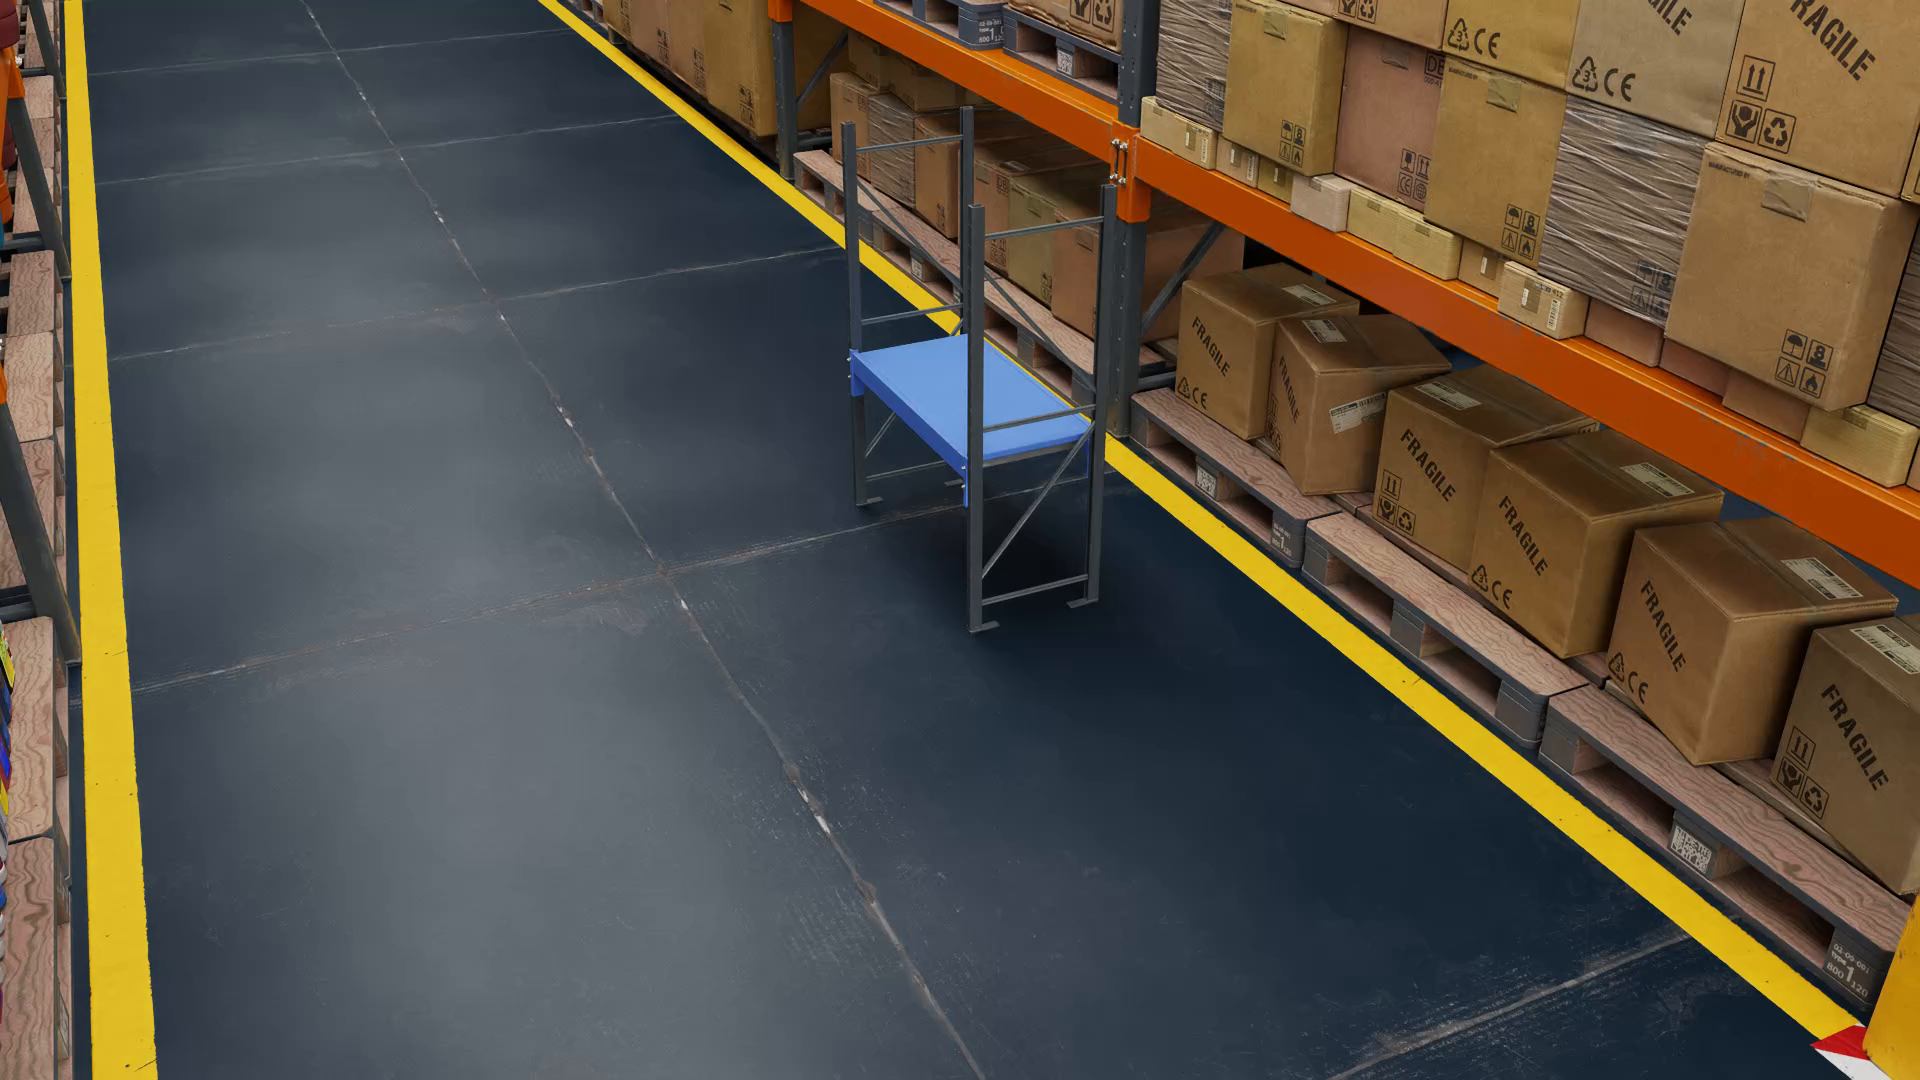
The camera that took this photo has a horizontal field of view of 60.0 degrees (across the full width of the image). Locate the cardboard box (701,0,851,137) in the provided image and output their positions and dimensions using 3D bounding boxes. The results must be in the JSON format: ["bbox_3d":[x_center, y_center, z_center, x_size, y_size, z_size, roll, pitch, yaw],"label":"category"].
[{"bbox_3d":[-0.908,-3.190,10.615,1.225,0.875,0.875,-15,32,-24],"label":"cardboard box"}]

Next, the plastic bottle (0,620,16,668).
[{"bbox_3d":[-2.950,0.306,5.048,0.097,0.201,0.097,0,29,0],"label":"plastic bottle"}]

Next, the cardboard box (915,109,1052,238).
[{"bbox_3d":[0.174,-1.943,8.754,0.700,0.500,0.500,-10,31,-18],"label":"cardboard box"}]

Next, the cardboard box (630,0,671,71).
[{"bbox_3d":[-1.671,-3.975,12.014,1.225,0.875,0.875,-14,32,-24],"label":"cardboard box"}]

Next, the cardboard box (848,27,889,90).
[{"bbox_3d":[-0.316,-2.763,9.450,0.500,0.250,0.500,-12,31,-20],"label":"cardboard box"}]

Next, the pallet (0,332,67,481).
[{"bbox_3d":[-4.287,-0.479,6.889,1.003,0.211,1.213,-13,32,-22],"label":"pallet"}]

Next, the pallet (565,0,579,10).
[{"bbox_3d":[-3.131,-5.067,15.070,1.003,0.211,1.213,-13,32,-22],"label":"pallet"}]

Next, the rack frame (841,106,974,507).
[{"bbox_3d":[-0.182,-0.841,6.216,0.500,1.500,0.032,-13,32,-22],"label":"rack frame"}]

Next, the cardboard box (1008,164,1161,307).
[{"bbox_3d":[0.655,-1.449,7.874,0.700,0.500,0.500,-13,32,-22],"label":"cardboard box"}]

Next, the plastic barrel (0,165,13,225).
[{"bbox_3d":[-5.329,-2.033,8.599,0.600,0.830,0.708,-13,32,-22],"label":"plastic barrel"}]

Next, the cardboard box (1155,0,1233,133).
[{"bbox_3d":[1.224,-1.819,6.020,0.875,0.500,0.500,-13,32,-22],"label":"cardboard box"}]

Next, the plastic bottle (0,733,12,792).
[{"bbox_3d":[-2.660,0.548,4.534,0.061,0.283,0.133,-11,31,-19],"label":"plastic bottle"}]

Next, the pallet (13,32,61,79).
[{"bbox_3d":[-7.172,-3.452,12.190,1.003,0.211,1.213,-13,32,-22],"label":"pallet"}]

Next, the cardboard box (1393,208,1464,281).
[{"bbox_3d":[1.563,-0.930,5.098,0.380,0.149,0.250,-13,32,-22],"label":"cardboard box"}]

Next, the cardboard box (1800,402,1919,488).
[{"bbox_3d":[2.234,-0.273,3.928,0.380,0.149,0.250,-13,32,-22],"label":"cardboard box"}]

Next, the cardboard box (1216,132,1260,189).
[{"bbox_3d":[1.135,-1.372,5.886,0.380,0.149,0.250,-13,32,-22],"label":"cardboard box"}]

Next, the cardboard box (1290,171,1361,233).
[{"bbox_3d":[1.321,-1.144,5.481,0.380,0.149,0.250,-13,32,-22],"label":"cardboard box"}]

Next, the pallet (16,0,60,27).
[{"bbox_3d":[-8.219,-4.529,14.112,1.003,0.211,1.213,-13,32,-22],"label":"pallet"}]

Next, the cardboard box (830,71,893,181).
[{"bbox_3d":[-0.325,-2.434,9.630,0.700,0.500,0.500,-15,33,-25],"label":"cardboard box"}]

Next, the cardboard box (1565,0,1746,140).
[{"bbox_3d":[1.912,-1.332,4.130,0.500,0.500,0.500,-13,32,-22],"label":"cardboard box"}]

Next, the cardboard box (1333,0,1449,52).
[{"bbox_3d":[1.480,-1.773,4.916,0.500,0.500,0.500,-13,32,-22],"label":"cardboard box"}]

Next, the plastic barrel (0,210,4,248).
[{"bbox_3d":[-3.279,-1.270,4.936,0.600,0.901,0.708,-13,32,-22],"label":"plastic barrel"}]

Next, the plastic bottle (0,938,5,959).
[{"bbox_3d":[-2.356,0.886,3.943,0.097,0.271,0.097,0,29,0],"label":"plastic bottle"}]

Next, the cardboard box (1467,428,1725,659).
[{"bbox_3d":[2.012,0.000,5.309,0.500,0.500,0.500,-10,31,-17],"label":"cardboard box"}]

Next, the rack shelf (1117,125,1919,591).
[{"bbox_3d":[1.945,-0.660,5.096,1.077,0.370,4.000,-13,32,-22],"label":"rack shelf"}]

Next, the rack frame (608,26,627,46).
[{"bbox_3d":[-2.348,-5.391,12.797,1.000,3.000,0.127,-13,32,-22],"label":"rack frame"}]

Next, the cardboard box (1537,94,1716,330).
[{"bbox_3d":[2.094,-0.938,4.450,0.875,0.500,0.500,-13,32,-22],"label":"cardboard box"}]

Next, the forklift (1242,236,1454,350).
[{"bbox_3d":[1.791,-2.819,8.281,1.130,2.935,3.031,-14,32,-23],"label":"forklift"}]

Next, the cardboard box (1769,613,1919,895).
[{"bbox_3d":[2.551,0.537,4.351,0.500,0.500,0.500,-7,30,-13],"label":"cardboard box"}]

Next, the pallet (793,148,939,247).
[{"bbox_3d":[-0.296,-2.062,9.712,1.003,0.211,1.213,-13,32,-22],"label":"pallet"}]

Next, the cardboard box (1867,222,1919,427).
[{"bbox_3d":[2.592,-0.512,3.691,0.875,0.500,0.500,-13,32,-22],"label":"cardboard box"}]

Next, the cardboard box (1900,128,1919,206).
[{"bbox_3d":[2.345,-0.891,3.343,0.500,0.500,0.500,-13,32,-22],"label":"cardboard box"}]

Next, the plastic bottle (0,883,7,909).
[{"bbox_3d":[-2.443,0.796,4.103,0.097,0.271,0.097,0,29,0],"label":"plastic bottle"}]

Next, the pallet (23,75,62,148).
[{"bbox_3d":[-6.528,-2.785,11.001,1.003,0.211,1.213,-13,32,-22],"label":"pallet"}]

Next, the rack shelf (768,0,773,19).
[{"bbox_3d":[-1.489,-4.194,11.398,1.077,0.370,4.000,-13,32,-22],"label":"rack shelf"}]

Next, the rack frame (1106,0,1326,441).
[{"bbox_3d":[1.087,-1.857,6.495,1.000,3.000,0.127,-13,32,-22],"label":"rack frame"}]

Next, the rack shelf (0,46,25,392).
[{"bbox_3d":[-4.245,-1.387,6.392,1.077,0.370,4.000,-13,32,-22],"label":"rack shelf"}]

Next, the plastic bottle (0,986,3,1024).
[{"bbox_3d":[-2.247,0.972,3.776,0.061,0.283,0.133,-13,32,-21],"label":"plastic bottle"}]

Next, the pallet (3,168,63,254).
[{"bbox_3d":[-5.480,-1.707,9.079,1.003,0.211,1.213,-13,32,-22],"label":"pallet"}]

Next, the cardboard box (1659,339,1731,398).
[{"bbox_3d":[2.071,-0.506,4.343,0.380,0.149,0.250,-13,32,-22],"label":"cardboard box"}]

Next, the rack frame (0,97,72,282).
[{"bbox_3d":[-5.104,-2.584,7.792,1.000,3.000,0.127,-13,32,-22],"label":"rack frame"}]

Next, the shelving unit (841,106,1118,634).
[{"bbox_3d":[0.037,-0.616,5.816,0.538,1.500,1.048,-13,32,-22],"label":"shelving unit"}]

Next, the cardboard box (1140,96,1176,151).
[{"bbox_3d":[0.907,-1.590,6.275,0.380,0.149,0.250,-13,32,-22],"label":"cardboard box"}]

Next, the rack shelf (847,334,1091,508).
[{"bbox_3d":[0.037,-0.460,5.904,0.538,0.185,1.000,-13,32,-22],"label":"rack shelf"}]

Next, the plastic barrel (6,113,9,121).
[{"bbox_3d":[-6.299,-3.062,10.361,0.600,0.901,0.708,-13,32,-22],"label":"plastic barrel"}]

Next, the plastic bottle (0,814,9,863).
[{"bbox_3d":[-2.563,0.703,4.265,0.152,0.276,0.135,-12,32,-21],"label":"plastic bottle"}]

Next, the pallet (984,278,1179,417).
[{"bbox_3d":[0.751,-0.985,7.790,1.003,0.211,1.213,-13,32,-22],"label":"pallet"}]

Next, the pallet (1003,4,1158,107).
[{"bbox_3d":[0.890,-2.142,7.199,1.003,0.211,1.213,-13,32,-22],"label":"pallet"}]

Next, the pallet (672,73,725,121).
[{"bbox_3d":[-1.421,-3.310,11.937,1.003,0.211,1.213,-13,32,-22],"label":"pallet"}]

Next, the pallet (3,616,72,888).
[{"bbox_3d":[-3.136,0.704,4.778,1.003,0.211,1.213,-13,32,-22],"label":"pallet"}]

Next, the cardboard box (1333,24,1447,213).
[{"bbox_3d":[1.712,-1.391,5.257,0.875,0.500,0.500,-13,32,-22],"label":"cardboard box"}]

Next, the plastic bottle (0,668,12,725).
[{"bbox_3d":[-2.850,0.370,4.782,0.144,0.351,0.185,-14,32,-23],"label":"plastic bottle"}]

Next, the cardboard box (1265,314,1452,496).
[{"bbox_3d":[1.475,-0.514,6.226,0.500,0.500,0.500,-3,29,-6],"label":"cardboard box"}]

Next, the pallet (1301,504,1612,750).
[{"bbox_3d":[1.935,0.188,5.699,1.003,0.211,1.213,-13,32,-22],"label":"pallet"}]

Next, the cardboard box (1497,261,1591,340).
[{"bbox_3d":[1.756,-0.704,4.695,0.380,0.149,0.250,-13,32,-22],"label":"cardboard box"}]
